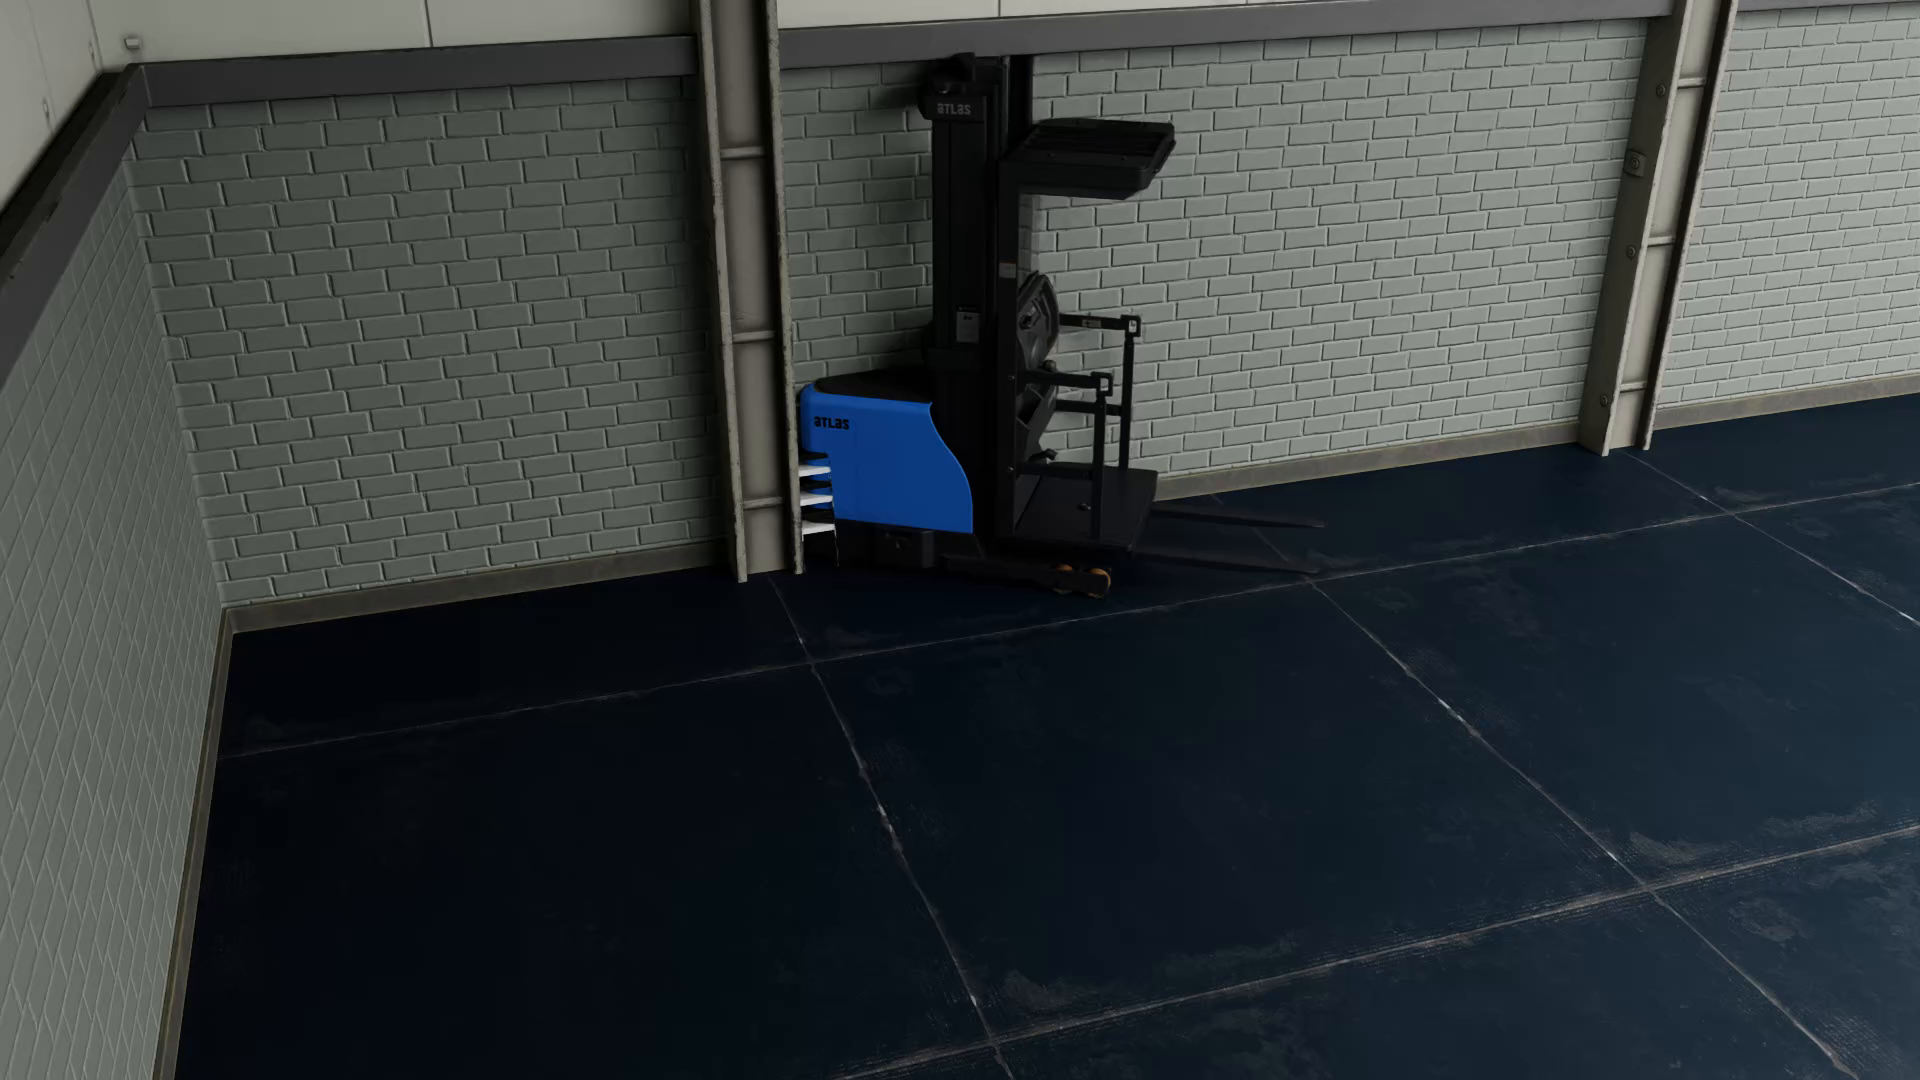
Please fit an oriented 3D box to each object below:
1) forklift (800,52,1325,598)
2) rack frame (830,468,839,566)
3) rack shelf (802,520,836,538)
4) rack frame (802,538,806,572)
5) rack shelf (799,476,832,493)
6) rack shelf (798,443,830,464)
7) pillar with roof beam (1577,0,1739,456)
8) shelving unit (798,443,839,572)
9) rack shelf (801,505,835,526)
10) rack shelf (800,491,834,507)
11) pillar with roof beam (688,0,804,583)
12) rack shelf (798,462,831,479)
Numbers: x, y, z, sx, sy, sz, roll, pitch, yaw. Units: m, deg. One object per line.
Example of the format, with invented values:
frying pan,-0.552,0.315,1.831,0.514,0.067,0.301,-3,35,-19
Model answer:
forklift,0.635,-1.241,9.454,3.031,2.935,1.130,6,27,13
rack frame,-0.781,-0.301,9.840,0.006,0.900,0.240,-9,23,-16
rack shelf,-0.868,-0.088,9.893,0.200,0.077,0.258,-9,23,-16
rack frame,-0.975,-0.269,9.785,0.006,0.900,0.240,-9,23,-16
rack shelf,-0.881,-0.337,9.791,0.200,0.077,0.258,-9,23,-16
rack shelf,-0.889,-0.504,9.723,0.200,0.077,0.258,-9,23,-16
pillar with roof beam,5.876,-2.878,5.928,0.400,9.000,9.100,-8,28,-16
shelving unit,-0.878,-0.285,9.812,0.210,0.900,0.258,-9,23,-16
rack shelf,-0.872,-0.171,9.859,0.200,0.077,0.258,-9,23,-16
rack shelf,-0.876,-0.254,9.825,0.200,0.077,0.258,-9,23,-16
pillar with roof beam,0.171,-2.052,4.263,0.400,9.000,9.100,-8,28,-16
rack shelf,-0.885,-0.421,9.757,0.200,0.077,0.258,-9,23,-16
